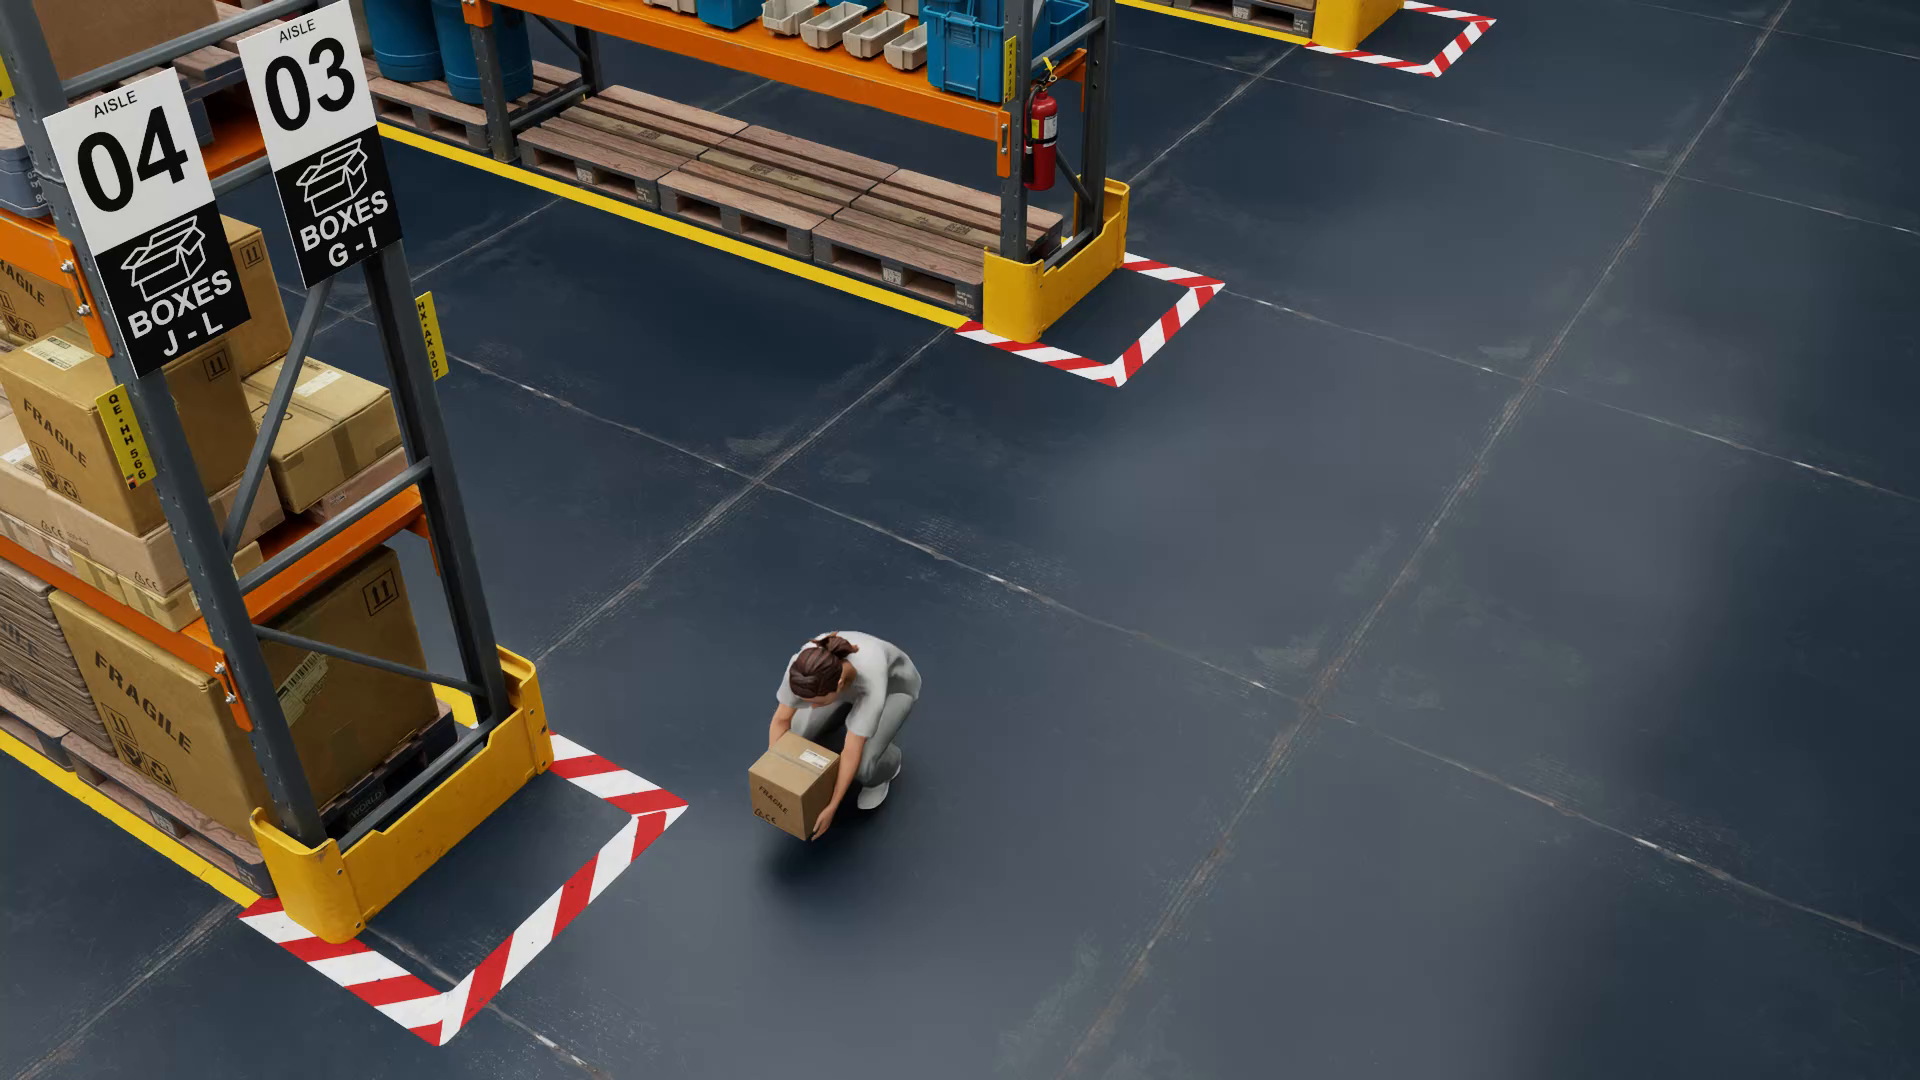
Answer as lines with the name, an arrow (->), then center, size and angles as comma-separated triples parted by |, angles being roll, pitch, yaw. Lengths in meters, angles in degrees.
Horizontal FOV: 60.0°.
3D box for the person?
person -> -0.457, 0.655, 6.450 | 0.469, 0.949, 0.803 | 21, 43, 24
